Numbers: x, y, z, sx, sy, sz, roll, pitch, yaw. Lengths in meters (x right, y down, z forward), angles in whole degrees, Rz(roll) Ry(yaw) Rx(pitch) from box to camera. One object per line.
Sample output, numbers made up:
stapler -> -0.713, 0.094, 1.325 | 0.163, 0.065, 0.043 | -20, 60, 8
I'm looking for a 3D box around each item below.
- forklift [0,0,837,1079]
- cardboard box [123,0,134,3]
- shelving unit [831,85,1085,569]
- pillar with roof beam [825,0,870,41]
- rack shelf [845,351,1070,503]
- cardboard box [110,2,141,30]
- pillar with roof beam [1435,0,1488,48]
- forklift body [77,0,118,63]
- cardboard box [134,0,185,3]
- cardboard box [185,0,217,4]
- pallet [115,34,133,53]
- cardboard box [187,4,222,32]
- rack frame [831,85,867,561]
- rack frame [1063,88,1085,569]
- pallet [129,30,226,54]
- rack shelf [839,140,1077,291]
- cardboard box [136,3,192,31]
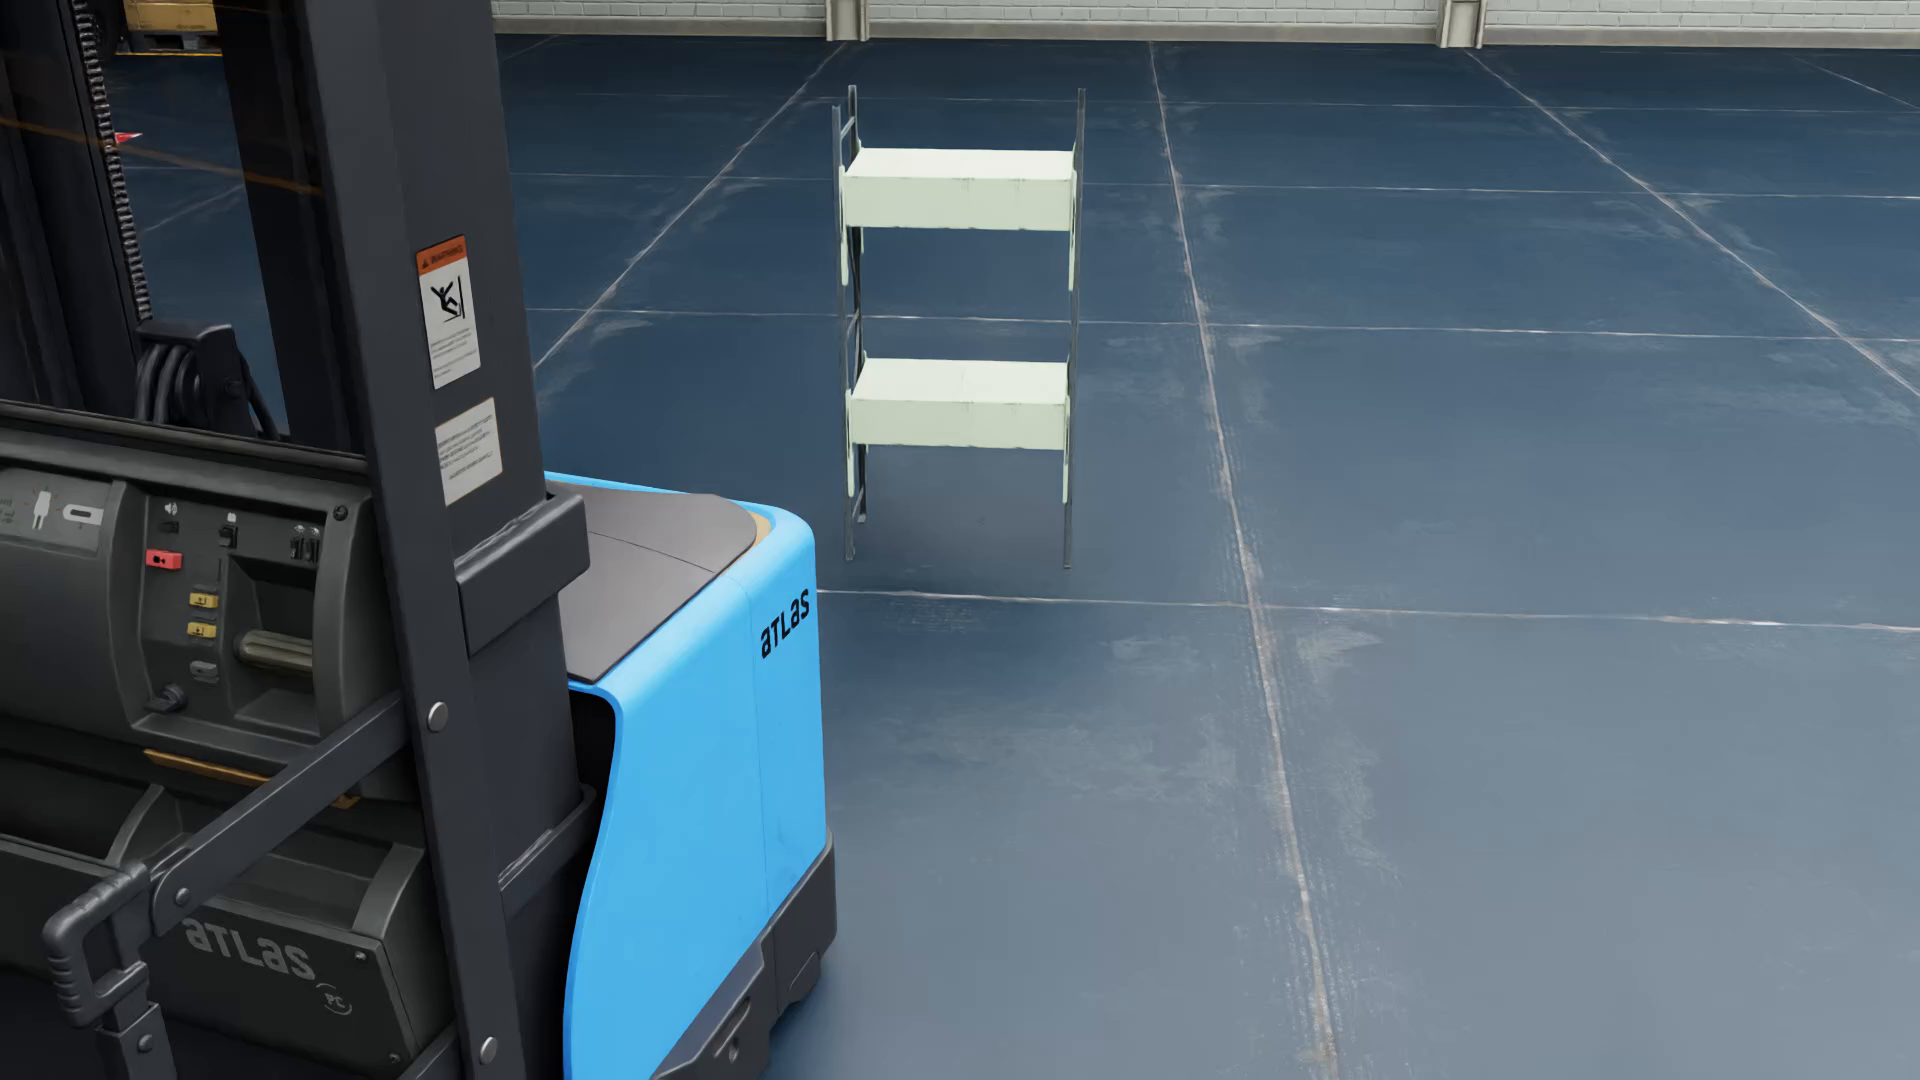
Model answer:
forklift -> -1.261, 0.092, 2.045 | 1.130, 2.935, 3.031 | 9, 26, 18
cardboard box -> -8.001, -5.257, 15.776 | 0.500, 0.250, 0.500 | 1, 25, 3
shelving unit -> 0.007, -0.681, 5.436 | 0.755, 1.500, 0.431 | 2, 25, 4
pillar with roof beam -> -1.449, -7.312, 10.875 | 0.400, 9.000, 9.100 | 2, 25, 4
rack shelf -> 0.007, -0.385, 5.572 | 0.720, 0.370, 0.431 | 2, 25, 4
cardboard box -> -7.962, -5.040, 15.901 | 0.500, 0.250, 0.500 | 2, 25, 5
pillar with roof beam -> 4.533, -7.120, 10.458 | 0.400, 9.000, 9.100 | 2, 25, 4
forklift body -> -8.507, -5.090, 14.238 | 1.214, 2.155, 2.313 | 2, 25, 4
cardboard box -> -7.485, -5.249, 15.759 | 0.500, 0.250, 0.500 | 2, 25, 3
cardboard box -> -6.986, -5.229, 15.714 | 0.500, 0.250, 0.500 | 2, 25, 3
pallet -> -8.455, -4.955, 16.267 | 1.213, 0.211, 1.003 | 2, 25, 4
cardboard box -> -6.969, -5.000, 15.815 | 0.500, 0.250, 0.500 | 2, 25, 4
rack frame -> -0.358, -0.693, 5.461 | 0.023, 1.500, 0.400 | 2, 25, 4
rack frame -> 0.372, -0.669, 5.411 | 0.023, 1.500, 0.400 | 2, 25, 4
pallet -> -7.242, -4.915, 16.179 | 1.213, 0.211, 1.003 | 2, 25, 4
rack shelf -> 0.007, -1.036, 5.273 | 0.720, 0.370, 0.431 | 2, 25, 4
cardboard box -> -7.464, -5.020, 15.858 | 0.500, 0.250, 0.500 | 2, 25, 4
